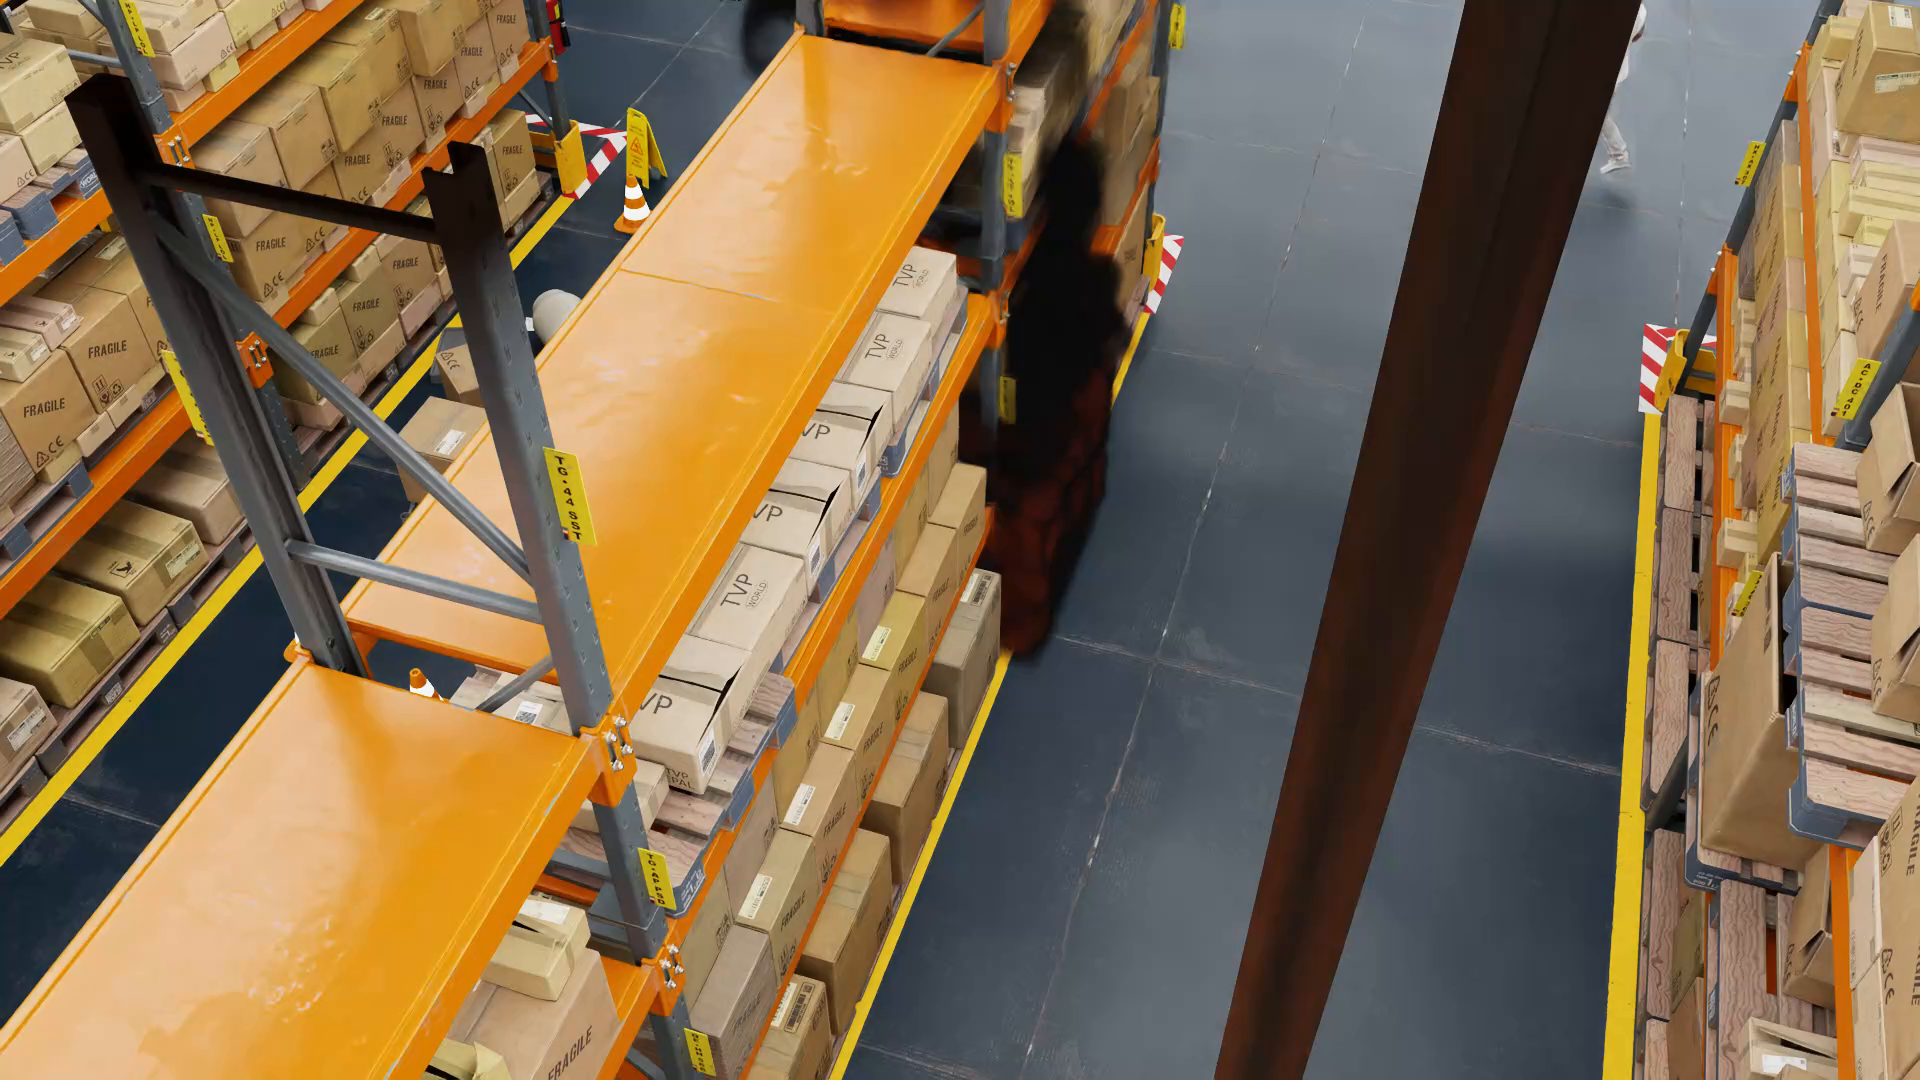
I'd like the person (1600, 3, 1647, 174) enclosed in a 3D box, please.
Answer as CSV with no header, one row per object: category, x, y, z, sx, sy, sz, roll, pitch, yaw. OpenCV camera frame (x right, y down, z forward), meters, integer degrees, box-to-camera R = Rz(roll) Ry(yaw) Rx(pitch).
person,5.234,-3.757,13.562,0.706,1.797,0.861,-27,52,-24
